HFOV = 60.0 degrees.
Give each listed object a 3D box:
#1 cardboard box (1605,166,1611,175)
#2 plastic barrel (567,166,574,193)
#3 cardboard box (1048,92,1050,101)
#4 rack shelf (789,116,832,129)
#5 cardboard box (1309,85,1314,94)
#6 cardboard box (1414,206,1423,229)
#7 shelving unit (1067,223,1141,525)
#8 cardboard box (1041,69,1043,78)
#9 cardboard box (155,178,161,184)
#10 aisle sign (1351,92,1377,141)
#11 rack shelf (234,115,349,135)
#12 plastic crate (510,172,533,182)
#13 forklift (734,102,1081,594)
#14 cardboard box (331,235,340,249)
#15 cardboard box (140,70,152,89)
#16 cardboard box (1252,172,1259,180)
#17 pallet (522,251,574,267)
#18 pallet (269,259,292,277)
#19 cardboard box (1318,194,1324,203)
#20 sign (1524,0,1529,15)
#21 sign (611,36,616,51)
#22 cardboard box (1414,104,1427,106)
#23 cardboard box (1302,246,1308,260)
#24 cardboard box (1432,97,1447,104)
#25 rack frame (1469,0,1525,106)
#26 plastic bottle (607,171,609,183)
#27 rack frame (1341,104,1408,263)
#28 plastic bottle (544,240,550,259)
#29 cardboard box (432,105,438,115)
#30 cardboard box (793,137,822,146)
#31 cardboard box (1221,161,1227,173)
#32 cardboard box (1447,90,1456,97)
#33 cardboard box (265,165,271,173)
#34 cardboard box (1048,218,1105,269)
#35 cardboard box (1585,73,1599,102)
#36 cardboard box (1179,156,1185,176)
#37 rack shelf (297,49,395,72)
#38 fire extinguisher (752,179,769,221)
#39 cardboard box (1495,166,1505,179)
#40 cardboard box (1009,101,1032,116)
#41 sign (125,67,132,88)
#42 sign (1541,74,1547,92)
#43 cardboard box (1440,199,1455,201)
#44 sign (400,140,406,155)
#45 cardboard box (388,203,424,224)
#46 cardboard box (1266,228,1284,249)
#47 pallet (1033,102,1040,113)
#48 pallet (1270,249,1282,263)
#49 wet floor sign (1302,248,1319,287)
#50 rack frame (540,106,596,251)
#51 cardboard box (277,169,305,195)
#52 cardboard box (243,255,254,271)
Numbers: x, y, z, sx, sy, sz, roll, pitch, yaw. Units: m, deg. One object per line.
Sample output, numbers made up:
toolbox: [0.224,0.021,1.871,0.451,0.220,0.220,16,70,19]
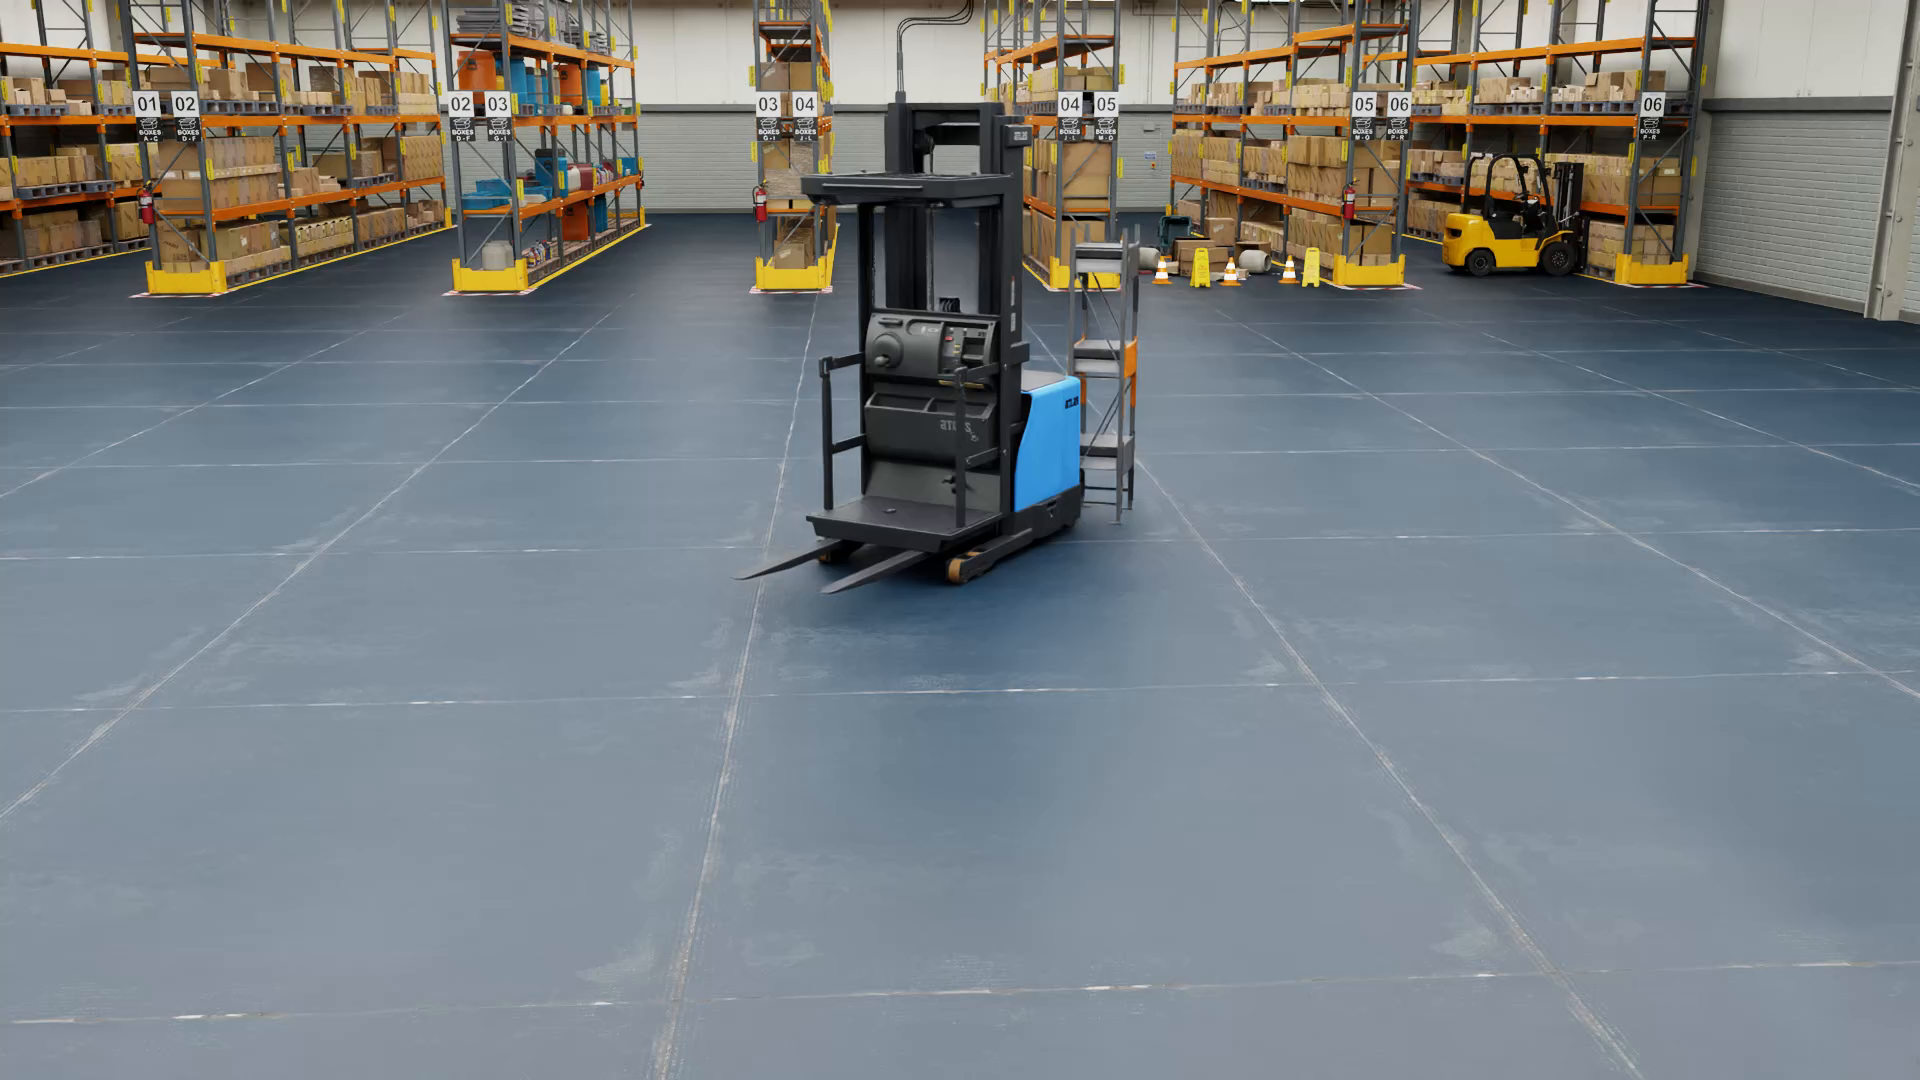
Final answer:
cardboard box: [11.696,-6.568,29.530,0.380,0.149,0.250,-1,14,-4]
plastic barrel: [-7.947,-7.218,33.286,0.433,0.535,0.433,0,14,0]
cardboard box: [1.708,-7.603,28.498,0.380,0.149,0.250,-1,14,-3]
rack shelf: [-3.710,-10.288,40.917,1.077,0.370,4.000,-1,14,-3]
cardboard box: [6.602,-8.227,30.366,0.380,0.149,0.250,-1,14,-5]
cardboard box: [11.107,-7.654,39.428,0.500,0.500,0.500,-1,14,-4]
shelving unit: [1.028,-1.200,11.977,0.431,2.100,0.503,4,15,15]
cardboard box: [1.644,-8.243,29.385,0.380,0.149,0.250,-1,14,-4]
cardboard box: [-18.080,-8.011,37.107,0.380,0.149,0.250,-1,14,-3]
aisle sign: [6.762,-7.094,27.862,0.394,0.787,0.004,-1,14,-3]
rack shelf: [-13.102,-8.147,32.593,1.077,0.370,4.000,-1,14,-3]
plastic crate: [-8.370,-6.767,31.679,0.402,0.464,0.583,-1,14,-3]
forklift: [-0.298,-1.269,10.576,1.130,2.935,3.031,8,16,28]
cardboard box: [-12.886,-6.031,33.623,0.500,0.250,0.500,-1,14,-2]
cardboard box: [-18.694,-10.622,38.524,0.500,0.500,0.500,-1,14,-4]
cardboard box: [6.338,-7.634,34.840,0.380,0.149,0.250,-1,14,-3]
pallet: [-8.122,-5.465,32.342,1.003,0.211,1.213,-1,14,-3]
pallet: [-12.971,-4.996,30.520,1.003,0.211,1.213,-1,14,-3]
cardboard box: [6.662,-6.140,29.875,0.380,0.149,0.250,-1,14,-4]
sign: [12.060,-11.366,35.450,0.100,0.325,0.005,-1,14,-3]
sign: [-7.981,-11.422,38.280,0.100,0.325,0.005,-1,14,-3]
cardboard box: [10.979,-10.557,40.223,0.500,0.250,0.500,-1,14,-3]
cardboard box: [6.647,-5.306,30.805,0.500,0.250,0.500,-1,14,-4]
cardboard box: [11.001,-10.038,37.960,0.380,0.149,0.250,-1,14,-2]
rack frame: [11.506,-10.828,35.550,1.000,3.000,0.127,-1,14,-3]
plastic bottle: [-8.160,-8.366,38.271,0.152,0.276,0.135,-1,14,-3]
rack frame: [7.048,-5.855,28.263,1.000,3.000,0.127,-1,14,-3]
plastic bottle: [-7.707,-5.395,30.908,0.144,0.351,0.185,-1,14,-5]
cardboard box: [-13.427,-10.786,41.707,0.500,0.250,0.500,-1,14,-3]
cardboard box: [-2.661,-6.769,29.009,0.500,0.500,0.500,-1,14,-3]
cardboard box: [6.181,-8.385,37.394,0.500,0.250,0.500,-1,14,-5]
cardboard box: [11.127,-9.980,37.181,0.380,0.149,0.250,-1,14,-5]
cardboard box: [-12.716,-6.717,30.109,0.380,0.149,0.250,-1,14,-5]
cardboard box: [2.006,-5.096,28.732,0.875,0.875,0.875,-1,14,-3]
cardboard box: [11.769,-8.196,30.090,0.797,0.503,0.637,0,14,-2]
cardboard box: [5.873,-9.507,42.255,0.500,0.500,0.500,-1,14,-4]
rack shelf: [-13.350,-10.400,36.136,1.077,0.370,4.000,-1,14,-3]
fire extinguisher: [-3.296,-5.629,27.540,0.296,0.674,0.183,-1,14,-3]
cardboard box: [11.391,-7.596,34.327,0.500,0.250,0.500,-1,14,-3]
cardboard box: [1.329,-9.382,35.752,0.500,0.500,0.500,-1,14,-3]
sign: [-13.273,-7.388,26.584,0.100,0.325,0.005,-1,14,-3]
sign: [11.213,-8.772,31.912,0.100,0.325,0.005,-1,14,-3]
cardboard box: [11.614,-8.011,39.515,0.380,0.149,0.250,-1,14,-3]
sign: [-12.920,-9.105,38.569,0.100,0.325,0.005,-1,14,-3]
cardboard box: [-13.596,-8.006,40.749,0.797,0.503,0.637,-1,14,-3]
cardboard box: [6.717,-6.090,33.606,0.950,0.372,0.625,0,14,0]
pallet: [1.906,-7.954,30.581,1.003,0.211,1.213,-1,14,-3]
pallet: [6.750,-5.693,33.229,1.003,0.211,1.213,-1,14,-3]
wet floor sign: [5.992,-4.651,28.309,0.267,0.644,0.232,4,15,16]
rack frame: [-8.282,-7.615,35.104,1.000,3.000,0.127,-1,14,-3]
cardboard box: [-13.042,-6.916,32.184,0.500,0.500,0.500,0,14,1]
cardboard box: [-12.607,-4.807,28.866,0.500,0.250,0.500,-1,14,-3]
